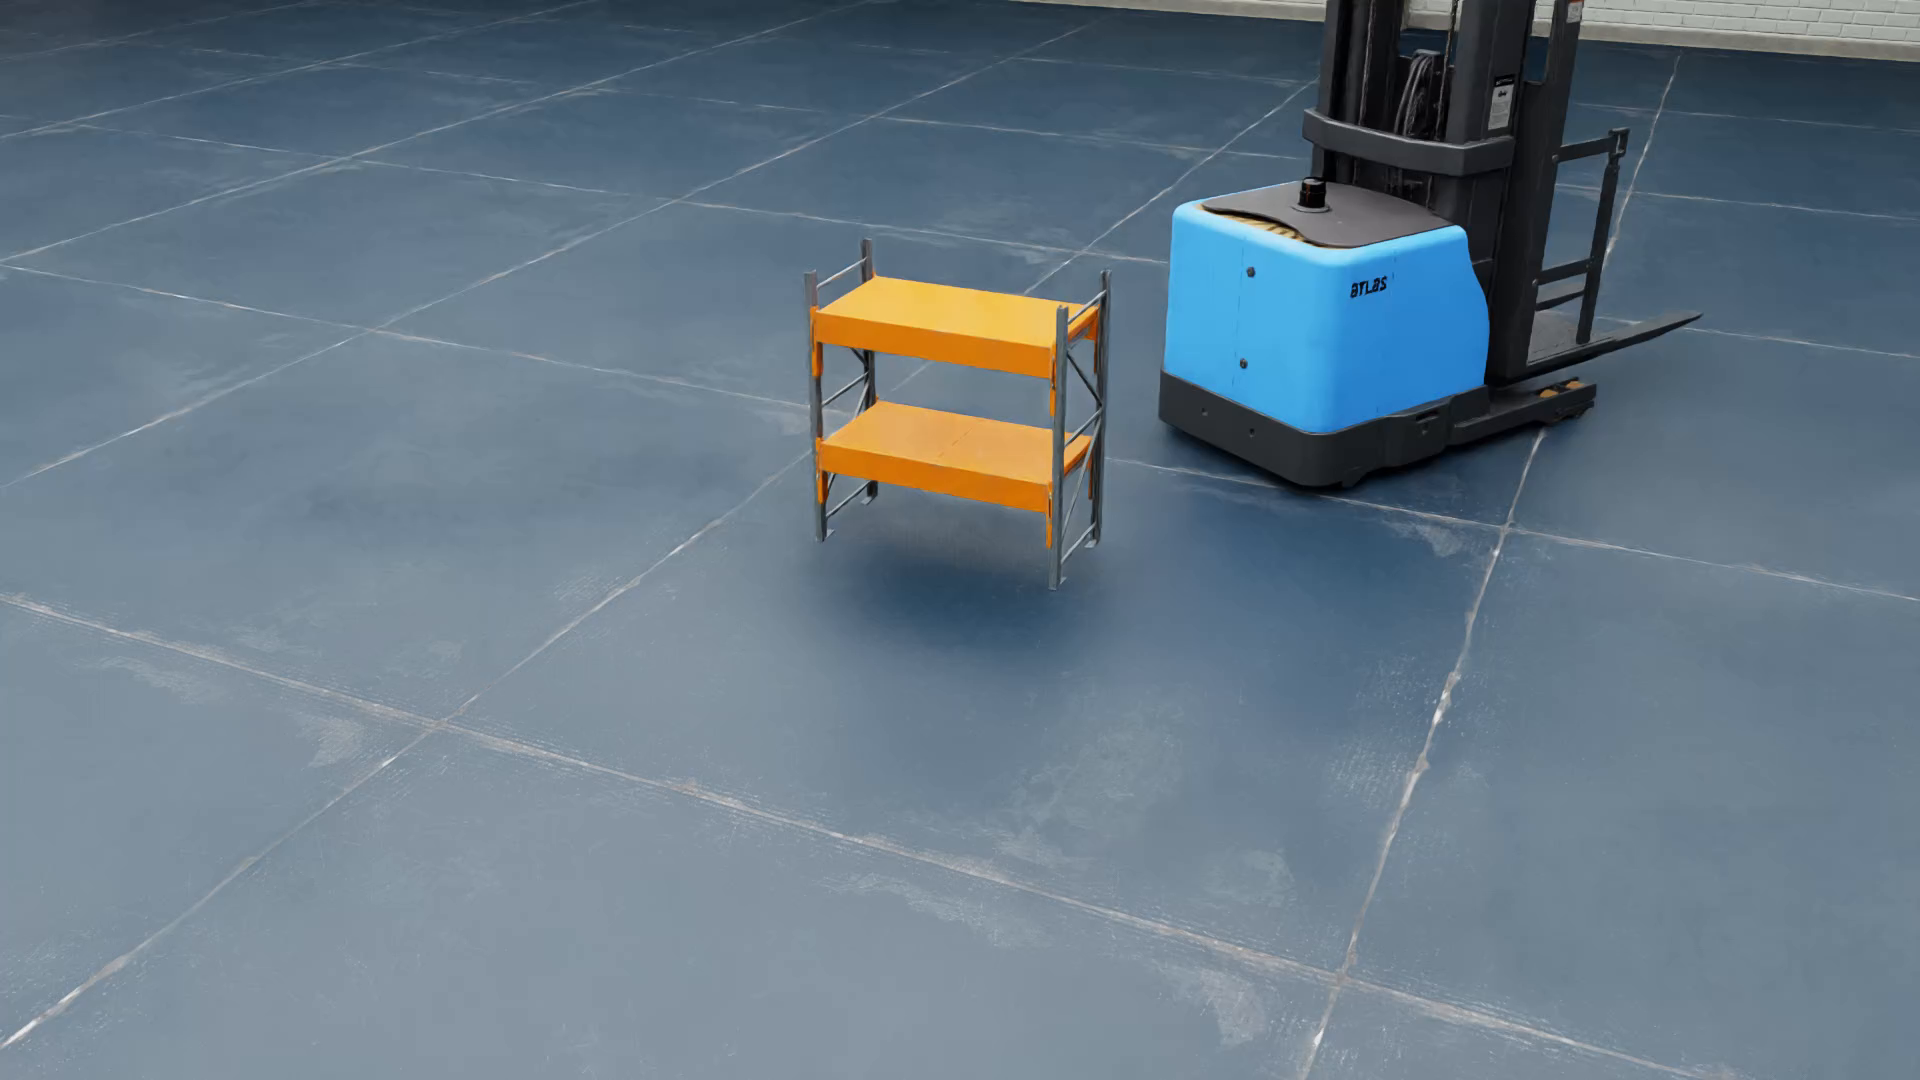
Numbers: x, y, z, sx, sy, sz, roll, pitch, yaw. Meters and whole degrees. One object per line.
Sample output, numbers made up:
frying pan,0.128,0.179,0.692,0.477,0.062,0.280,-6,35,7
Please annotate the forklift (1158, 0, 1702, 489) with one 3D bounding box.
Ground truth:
forklift,2.424,-2.029,7.553,3.031,2.935,1.130,-17,31,-31

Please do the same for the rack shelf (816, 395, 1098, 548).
rack shelf,-0.006,-0.287,6.612,1.000,0.278,0.538,11,28,22

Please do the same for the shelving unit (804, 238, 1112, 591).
shelving unit,-0.006,-0.506,6.504,1.048,1.125,0.538,11,28,22

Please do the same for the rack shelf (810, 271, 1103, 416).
rack shelf,-0.006,-0.768,6.375,1.000,0.278,0.538,11,28,22

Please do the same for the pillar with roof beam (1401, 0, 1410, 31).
pillar with roof beam,2.835,-7.857,12.520,0.400,9.000,9.100,11,28,22

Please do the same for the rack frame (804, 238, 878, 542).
rack frame,-0.469,-0.599,6.693,0.032,1.125,0.500,11,28,22

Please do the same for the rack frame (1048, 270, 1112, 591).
rack frame,0.457,-0.413,6.315,0.032,1.125,0.500,11,28,22
